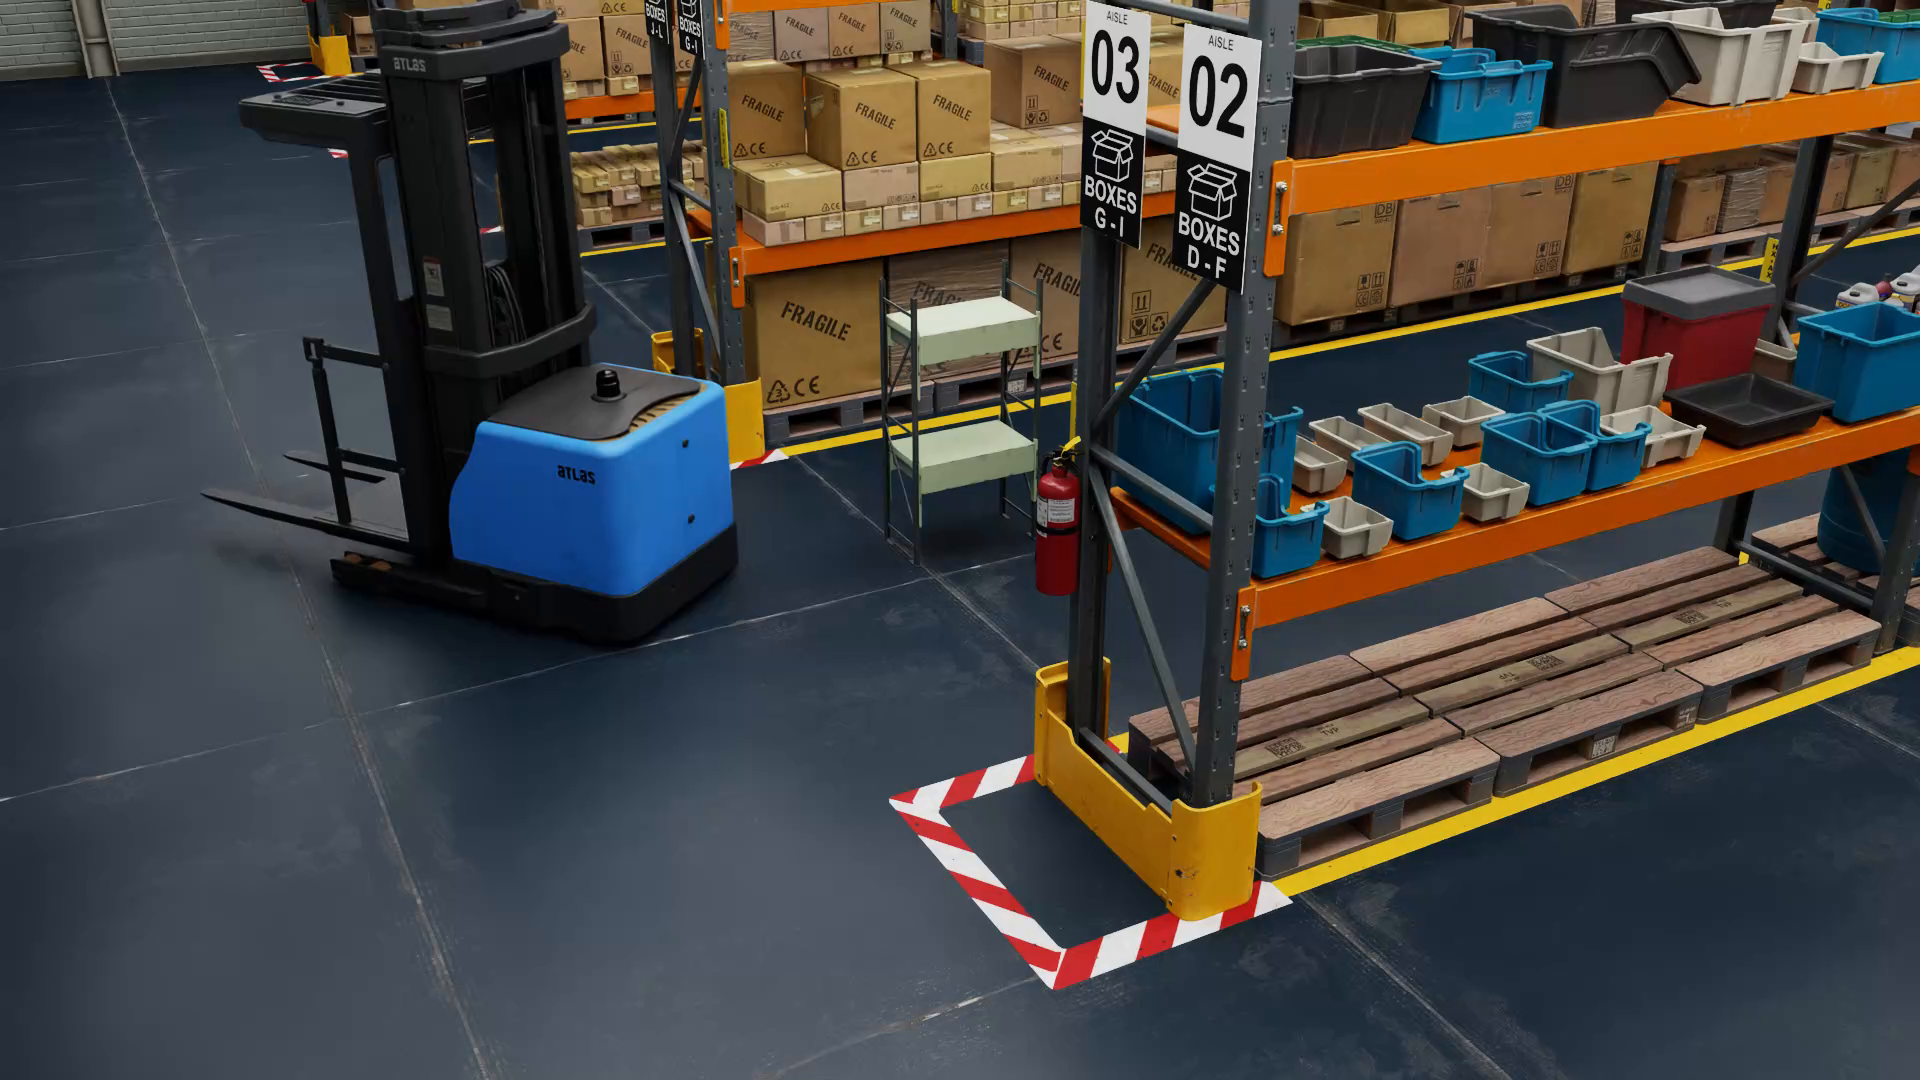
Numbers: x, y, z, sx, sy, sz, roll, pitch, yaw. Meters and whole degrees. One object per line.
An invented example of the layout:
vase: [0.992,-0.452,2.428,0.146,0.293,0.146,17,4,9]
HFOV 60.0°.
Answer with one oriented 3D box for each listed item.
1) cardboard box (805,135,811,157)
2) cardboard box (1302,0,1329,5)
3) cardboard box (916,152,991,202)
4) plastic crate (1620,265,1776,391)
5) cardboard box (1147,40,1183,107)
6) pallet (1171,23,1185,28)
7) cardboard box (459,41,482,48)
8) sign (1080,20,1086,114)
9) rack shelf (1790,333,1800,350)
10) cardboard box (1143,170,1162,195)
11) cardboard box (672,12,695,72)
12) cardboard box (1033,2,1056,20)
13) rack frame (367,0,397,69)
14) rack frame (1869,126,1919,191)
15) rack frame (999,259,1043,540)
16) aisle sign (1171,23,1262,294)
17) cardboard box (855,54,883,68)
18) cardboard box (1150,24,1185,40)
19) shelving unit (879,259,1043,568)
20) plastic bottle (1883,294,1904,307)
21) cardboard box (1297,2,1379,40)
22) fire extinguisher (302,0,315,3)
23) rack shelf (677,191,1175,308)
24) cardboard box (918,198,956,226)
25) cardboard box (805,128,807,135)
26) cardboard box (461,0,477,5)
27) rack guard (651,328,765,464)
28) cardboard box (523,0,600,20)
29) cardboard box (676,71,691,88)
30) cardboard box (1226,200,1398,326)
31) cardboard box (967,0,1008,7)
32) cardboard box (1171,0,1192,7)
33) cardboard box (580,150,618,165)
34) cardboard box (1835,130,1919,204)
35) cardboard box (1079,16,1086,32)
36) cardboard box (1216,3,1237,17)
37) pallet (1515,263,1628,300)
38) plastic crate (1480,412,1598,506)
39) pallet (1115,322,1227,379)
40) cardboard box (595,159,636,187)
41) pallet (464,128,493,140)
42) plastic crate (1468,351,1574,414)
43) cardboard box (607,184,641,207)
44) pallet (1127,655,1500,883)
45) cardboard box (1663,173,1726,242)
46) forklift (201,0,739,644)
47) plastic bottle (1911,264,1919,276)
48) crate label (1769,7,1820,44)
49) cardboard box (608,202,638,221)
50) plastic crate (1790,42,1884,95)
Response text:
cardboard box: [-0.845,-2.435,10.686,0.500,0.250,0.500,-14,29,-26]
cardboard box: [3.742,-5.643,17.422,0.500,0.500,0.500,-13,28,-25]
cardboard box: [-0.145,-2.336,10.479,0.500,0.250,0.500,-14,29,-27]
plastic crate: [3.359,-0.958,7.637,0.583,0.464,0.402,-13,29,-25]
cardboard box: [1.210,-2.988,10.972,0.500,0.500,0.500,-13,28,-25]
pallet: [1.491,-5.104,16.637,1.213,0.211,1.003,-13,29,-25]
cardboard box: [-6.728,-7.125,23.026,0.500,0.500,0.500,-12,28,-24]
sign: [0.462,-1.686,5.951,0.005,0.325,0.100,-13,29,-25]
rack shelf: [6.029,-1.072,8.847,4.000,0.370,1.077,-13,29,-25]
cardboard box: [1.138,-2.423,11.120,0.250,0.149,0.380,-12,28,-24]
cardboard box: [-2.416,-4.359,14.404,0.500,0.500,0.500,-13,28,-24]
cardboard box: [0.708,-5.016,15.693,0.250,0.149,0.380,-12,28,-24]
rack frame: [-6.259,-5.850,17.969,0.127,3.000,1.000,-13,29,-25]
rack frame: [8.993,-4.509,15.177,0.127,3.000,1.000,-13,29,-25]
rack frame: [0.329,-0.752,9.083,0.023,1.500,0.400,-13,29,-25]
aisle sign: [0.811,-1.218,5.317,0.004,0.787,0.394,-13,29,-25]
cardboard box: [-0.893,-4.408,15.256,0.250,0.149,0.380,-12,28,-23]
cardboard box: [1.391,-3.285,11.589,0.500,0.500,0.500,-13,29,-25]
shelving unit: [0.006,-0.677,8.928,0.755,1.500,0.431,-13,29,-25]
plastic bottle: [4.696,-1.141,8.390,0.097,0.201,0.097,0,26,0]
cardboard box: [2.493,-3.511,11.822,0.637,0.503,0.797,-14,29,-26]
fire extinguisher: [-8.510,-7.336,21.583,0.183,0.674,0.296,-13,29,-25]
rack shelf: [0.169,-2.148,11.090,4.000,0.370,1.077,-13,29,-25]
cardboard box: [-0.221,-2.108,10.466,0.250,0.149,0.380,-14,29,-26]
cardboard box: [-1.403,-3.811,15.842,0.250,0.149,0.380,-14,29,-26]
cardboard box: [-5.267,-5.997,18.159,0.500,0.500,0.500,-13,29,-26]
rack guard: [-1.617,-0.934,10.617,0.348,0.500,1.175,-13,29,-25]
cardboard box: [-3.319,-4.600,13.751,0.500,0.500,0.500,-13,29,-25]
cardboard box: [-2.518,-4.061,14.532,0.250,0.149,0.380,-13,29,-26]
cardboard box: [2.489,-2.250,12.439,0.875,0.875,1.225,-13,29,-25]
cardboard box: [0.253,-5.044,15.407,0.250,0.149,0.380,-11,28,-22]
cardboard box: [2.089,-5.335,16.358,0.250,0.149,0.380,-13,29,-25]
cardboard box: [-3.244,-3.386,14.959,0.250,0.149,0.380,-12,28,-24]
cardboard box: [8.441,-3.464,15.379,0.500,0.500,0.700,-15,30,-29]
cardboard box: [1.164,-4.986,15.975,0.250,0.149,0.380,-14,29,-27]
cardboard box: [2.553,-5.307,16.643,0.250,0.149,0.380,-12,28,-24]
pallet: [4.732,-2.306,13.809,1.213,0.211,1.003,-13,29,-25]
plastic crate: [2.270,-0.318,6.571,0.300,0.233,0.416,-13,29,-25]
pallet: [1.226,-1.498,12.126,1.213,0.211,1.003,-13,29,-25]
cardboard box: [-3.032,-3.232,14.636,0.250,0.149,0.380,-12,28,-24]
pallet: [-5.590,-4.786,18.974,1.213,0.211,1.003,-13,29,-25]
plastic crate: [2.426,-0.642,7.245,0.300,0.233,0.416,-13,29,-25]
cardboard box: [-2.989,-3.061,14.625,0.250,0.149,0.380,-13,29,-25]
pallet: [1.481,0.930,7.069,1.213,0.211,1.003,-13,29,-25]
cardboard box: [6.045,-2.910,14.226,0.500,0.500,0.700,-15,29,-28]
forklift: [-2.732,-1.235,8.436,3.031,2.935,1.130,12,28,23]
plastic bottle: [4.922,-1.278,8.504,0.185,0.351,0.144,-13,29,-25]
crate label: [3.697,-2.233,7.273,0.466,0.136,0.293,-13,29,-25]
cardboard box: [-3.035,-2.953,14.744,0.250,0.149,0.380,-13,29,-25]
plastic crate: [3.321,-1.817,6.409,0.466,0.136,0.293,-13,29,-25]
